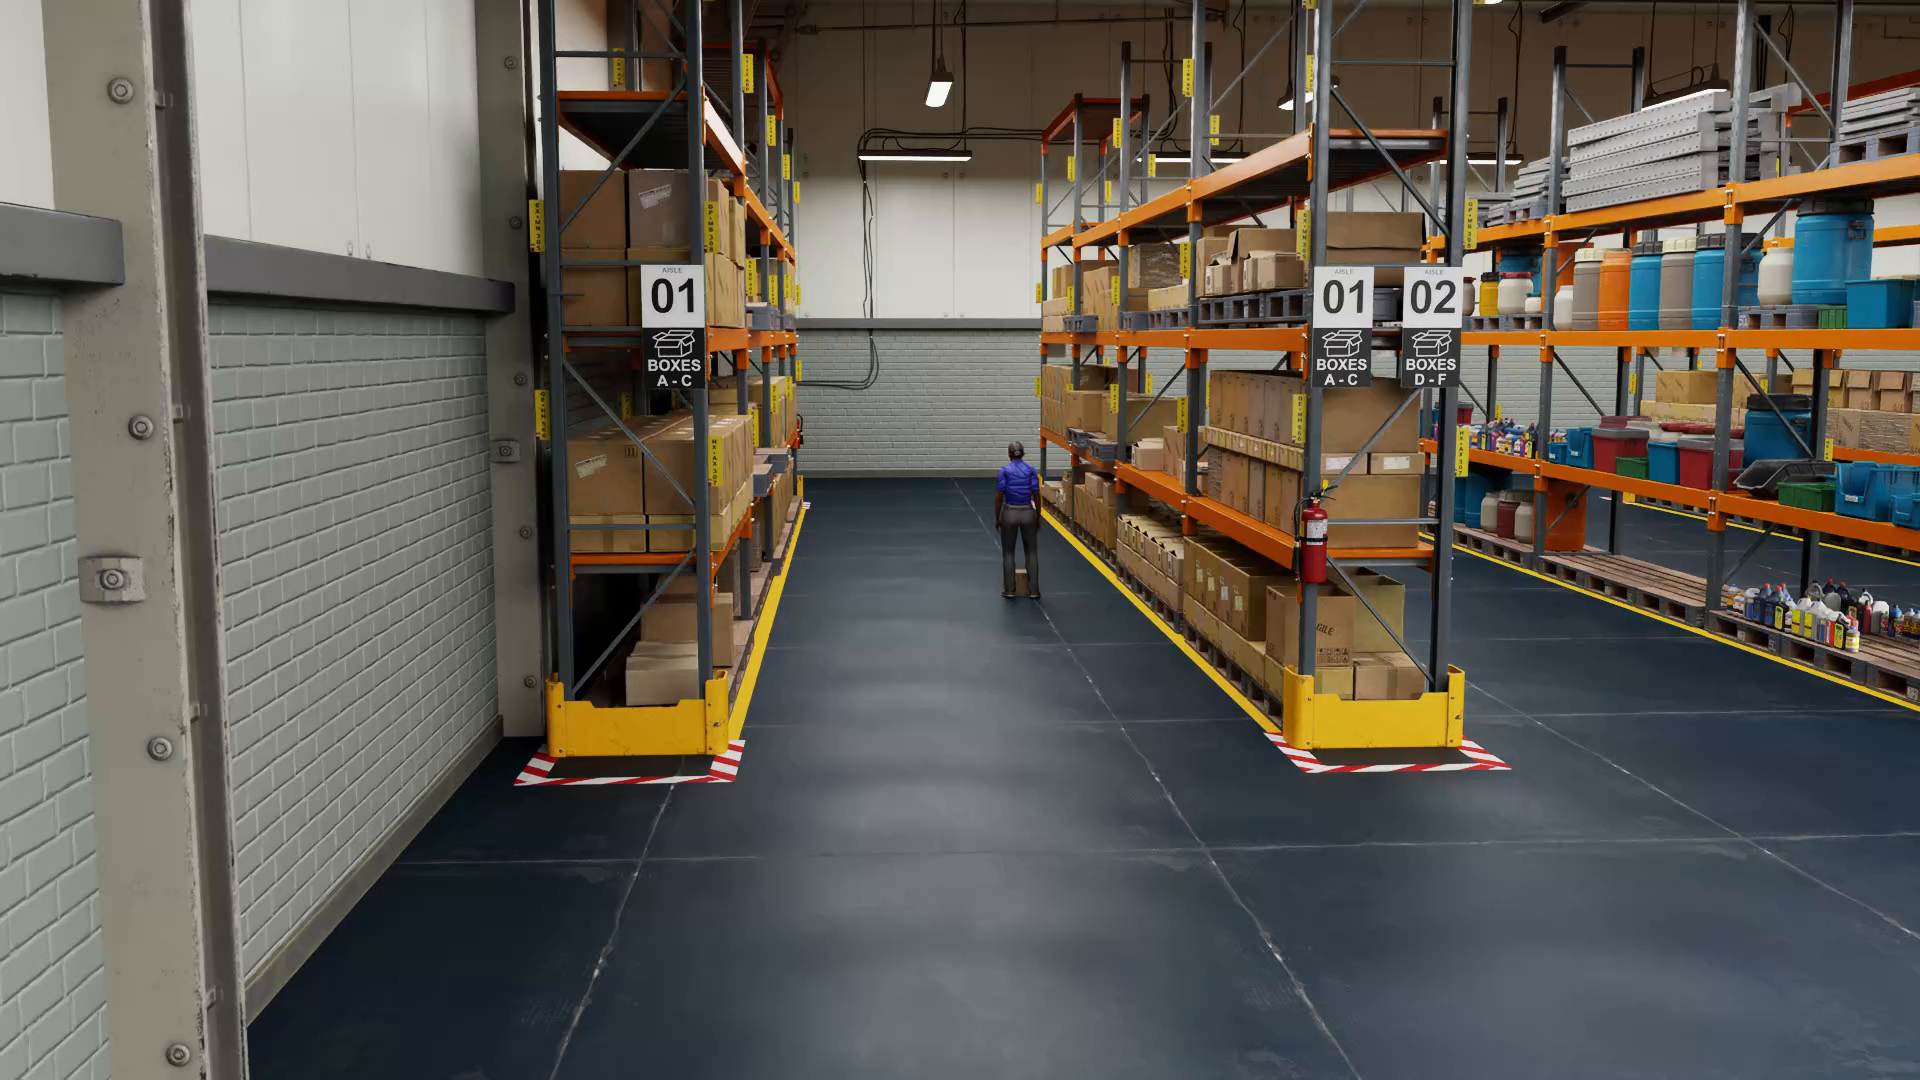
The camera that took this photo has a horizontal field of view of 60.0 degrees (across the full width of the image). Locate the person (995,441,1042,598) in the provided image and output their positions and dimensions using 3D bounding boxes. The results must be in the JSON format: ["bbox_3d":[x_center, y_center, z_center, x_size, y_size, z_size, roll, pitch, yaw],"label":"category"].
[{"bbox_3d":[0.618,-0.214,17.520,0.509,1.655,0.391,0,7,-4],"label":"person"}]
